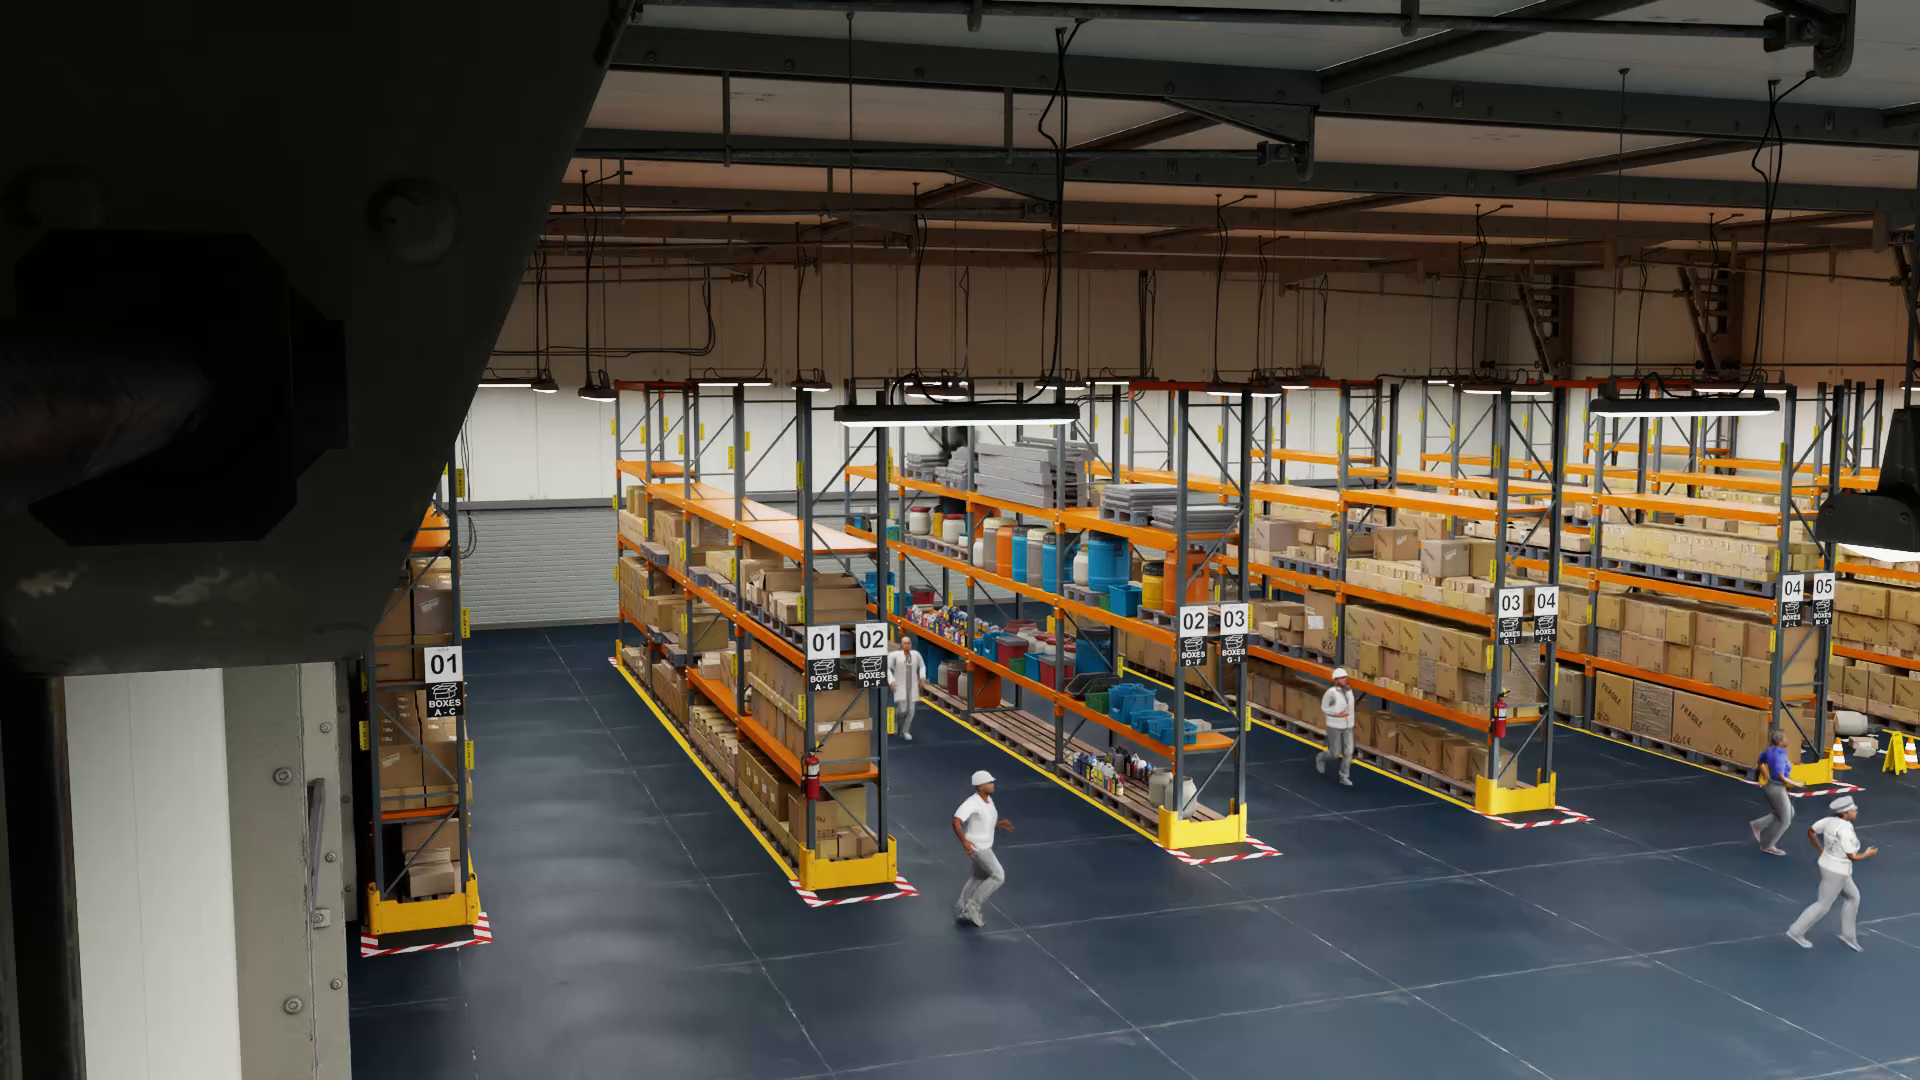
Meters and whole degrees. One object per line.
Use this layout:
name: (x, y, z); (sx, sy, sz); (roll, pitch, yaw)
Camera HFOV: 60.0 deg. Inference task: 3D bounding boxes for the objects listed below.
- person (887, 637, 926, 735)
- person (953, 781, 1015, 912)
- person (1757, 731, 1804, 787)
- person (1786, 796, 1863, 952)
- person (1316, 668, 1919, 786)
person: (-0.904, 2.465, 28.093); (0.707, 1.678, 0.574); (-3, 7, -23)
person: (0.266, 3.448, 18.820); (0.671, 1.627, 0.697); (1, 6, 10)
person: (10.623, 2.890, 21.465); (0.484, 0.849, 0.613); (1, 6, 11)
person: (9.358, 3.602, 17.932); (0.833, 1.746, 0.536); (1, 6, 12)
person: (5.278, 1.401, 18.289); (24.493, 6.000, 12.569); (-3, 7, -25)
